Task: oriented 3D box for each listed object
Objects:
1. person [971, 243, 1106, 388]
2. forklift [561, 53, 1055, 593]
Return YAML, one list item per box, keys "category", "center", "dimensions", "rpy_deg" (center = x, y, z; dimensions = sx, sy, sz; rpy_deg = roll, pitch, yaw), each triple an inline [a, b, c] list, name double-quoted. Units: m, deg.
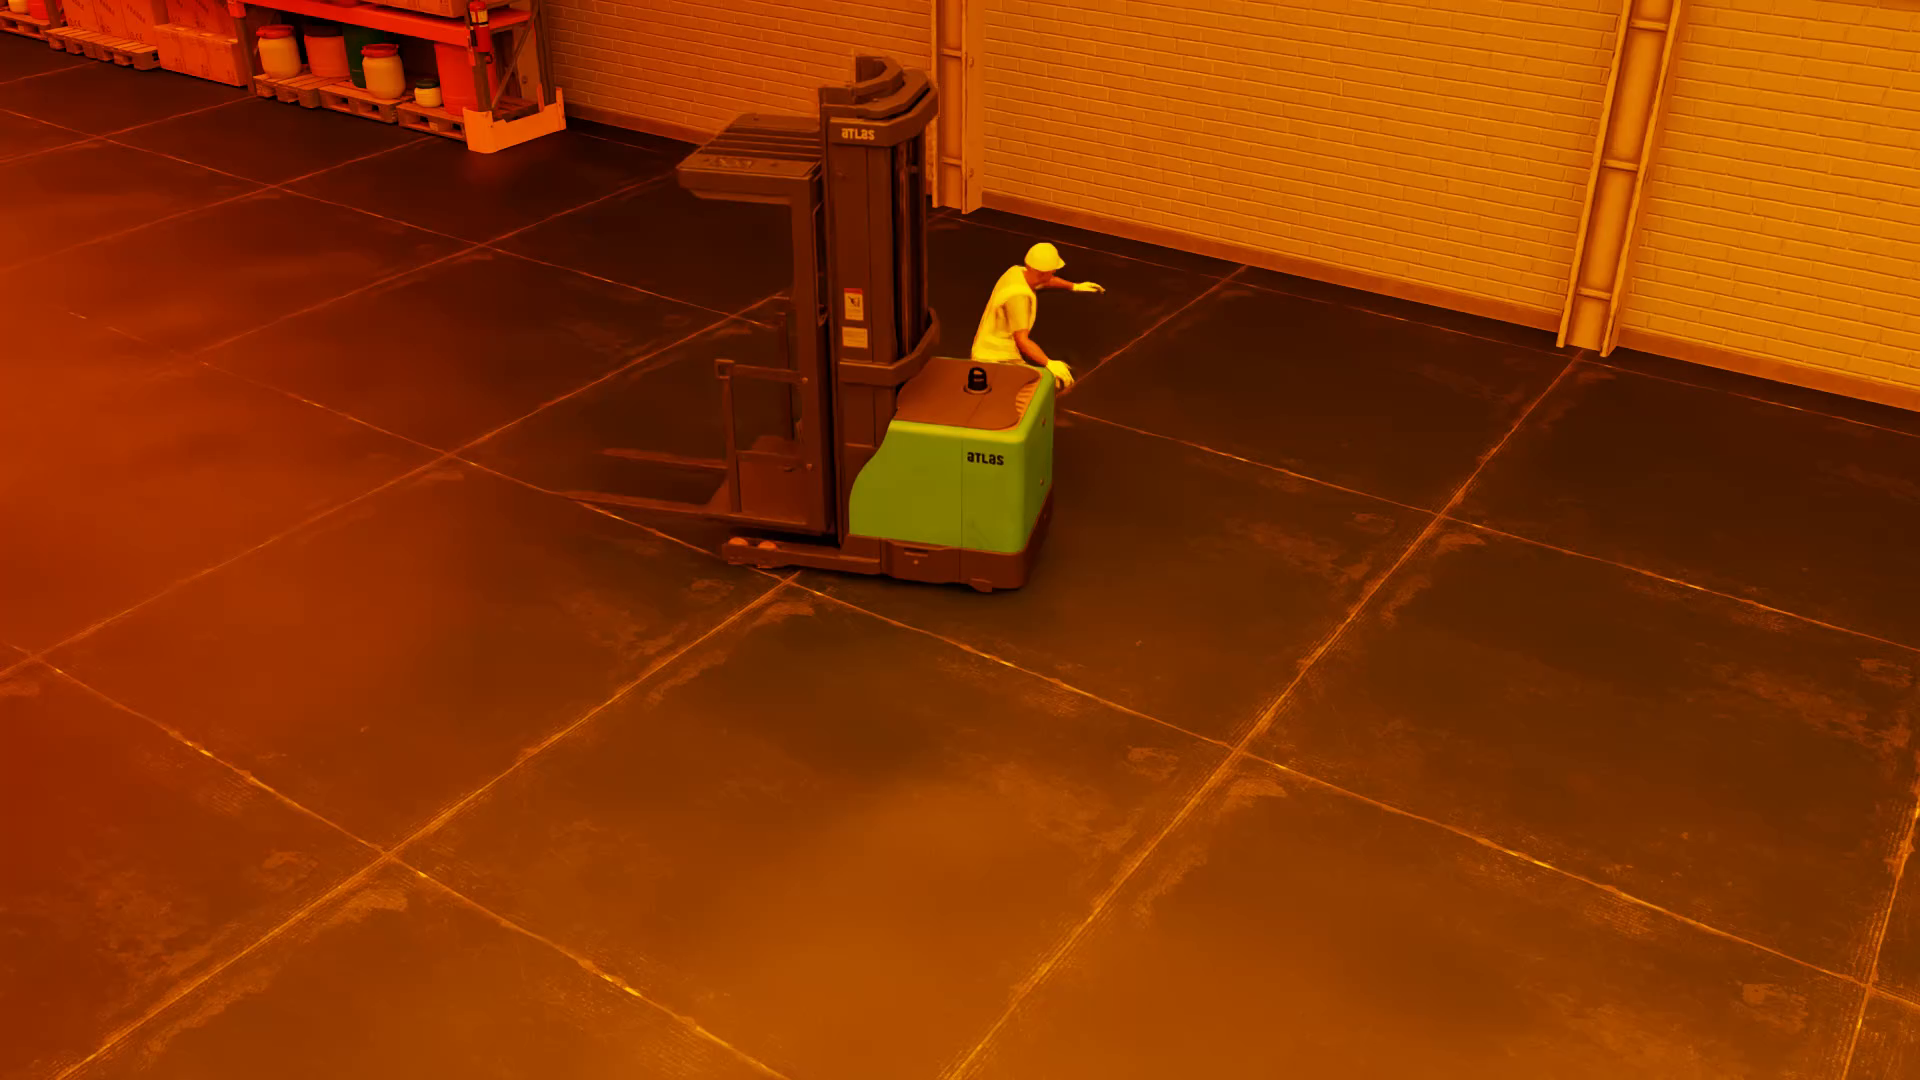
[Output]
- category: "person"
  center: [0.541, -1.178, 11.037]
  dimensions: [0.930, 1.530, 1.308]
  rpy_deg: [0, 30, -1]
- category: "forklift"
  center: [-0.980, -1.338, 9.885]
  dimensions: [3.031, 2.935, 1.130]
  rpy_deg: [7, 31, 12]
